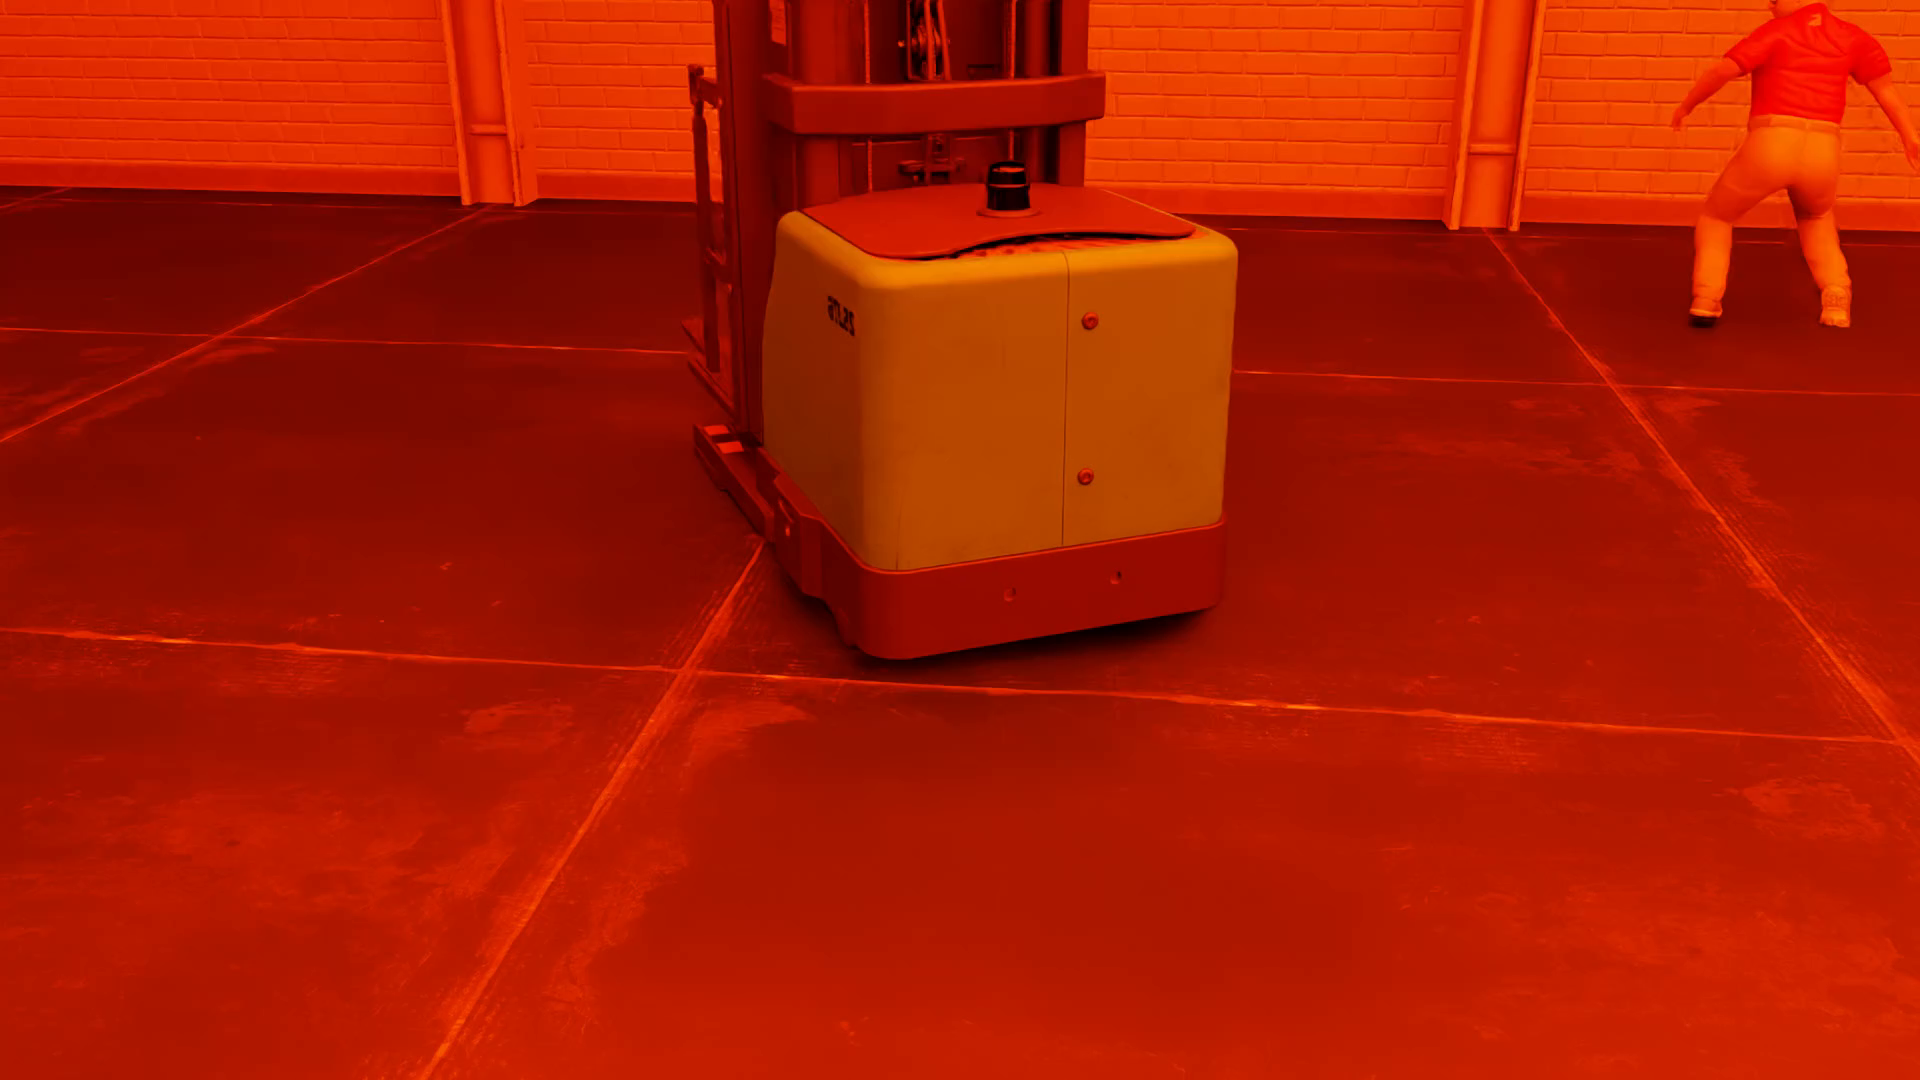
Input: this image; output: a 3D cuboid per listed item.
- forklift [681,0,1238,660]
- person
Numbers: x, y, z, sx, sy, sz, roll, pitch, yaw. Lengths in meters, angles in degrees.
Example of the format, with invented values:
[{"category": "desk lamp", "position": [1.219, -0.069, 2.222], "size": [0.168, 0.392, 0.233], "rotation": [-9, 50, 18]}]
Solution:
[{"category": "forklift", "position": [-0.279, -1.574, 5.163], "size": [1.130, 2.935, 3.031], "rotation": [-8, 23, -20]}, {"category": "person", "position": [3.764, -1.712, 7.479], "size": [1.017, 1.648, 0.526], "rotation": [1, 22, 3]}]
